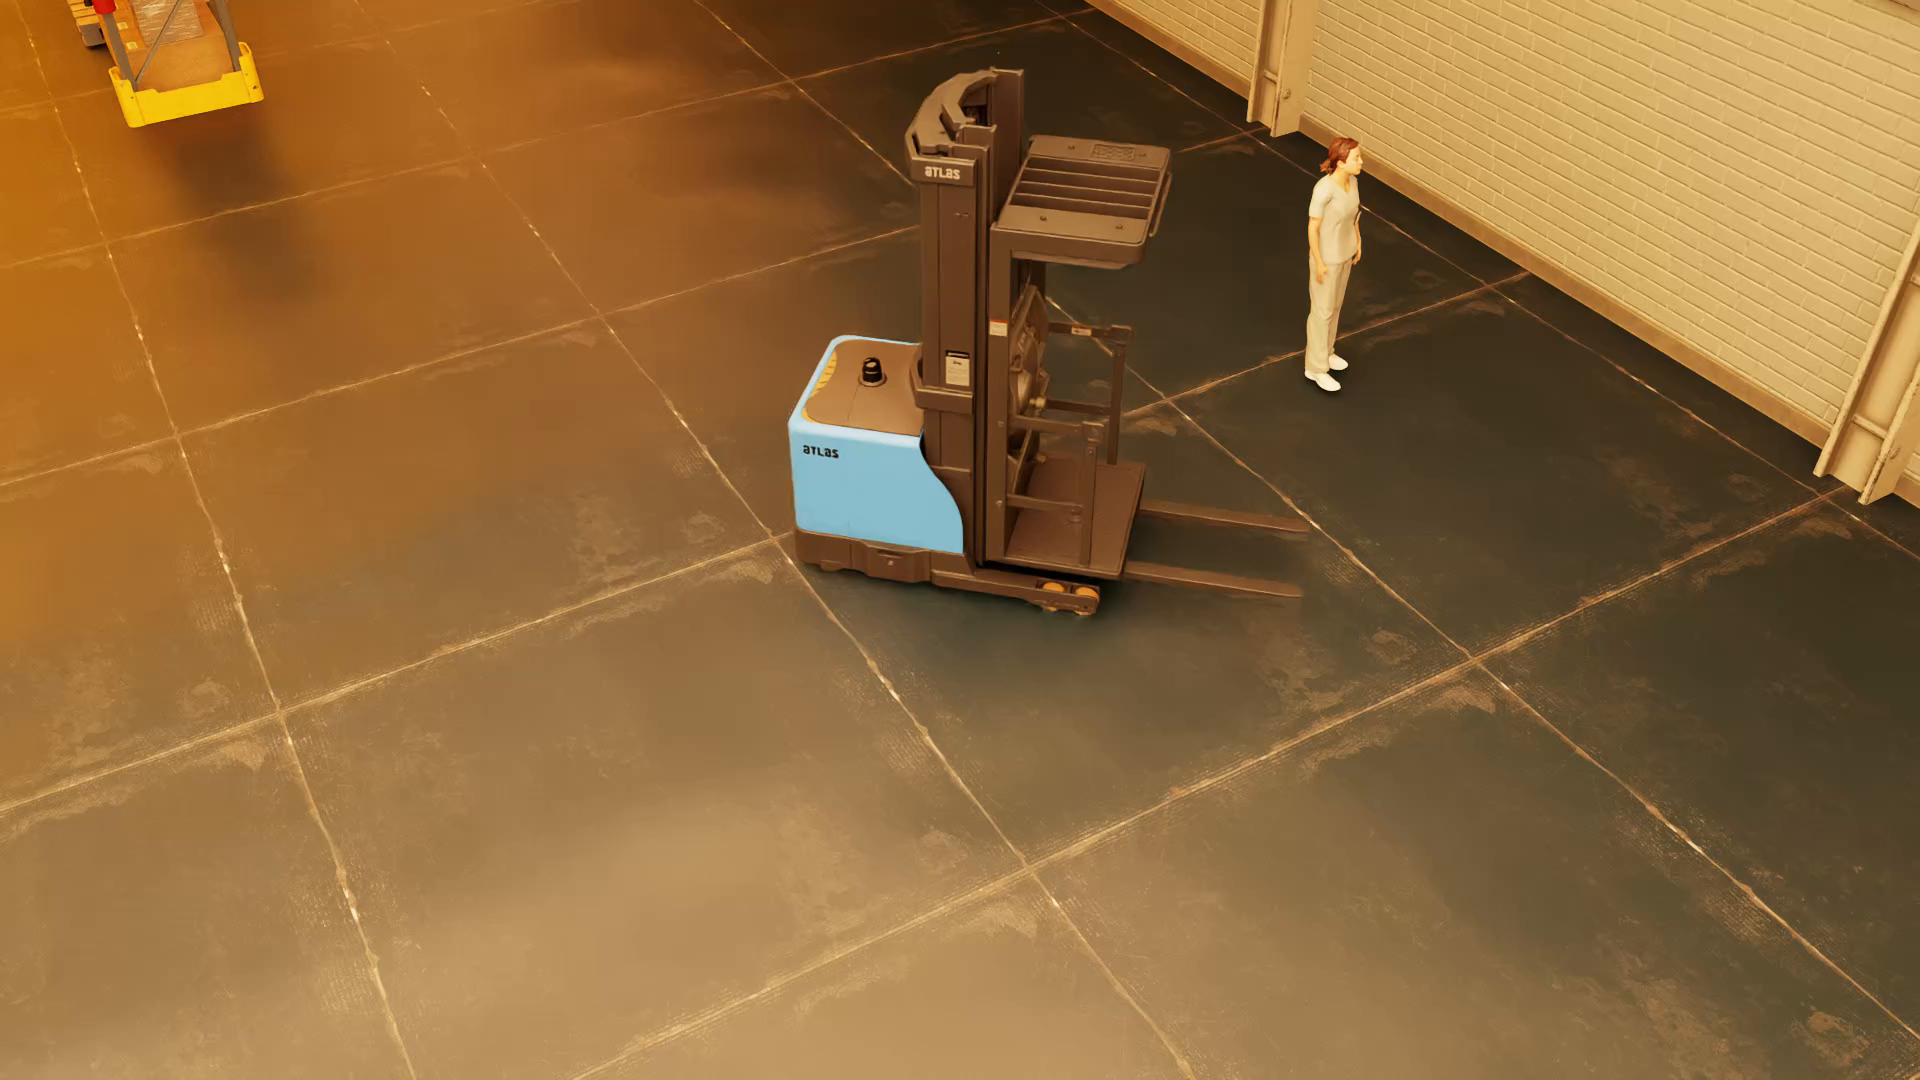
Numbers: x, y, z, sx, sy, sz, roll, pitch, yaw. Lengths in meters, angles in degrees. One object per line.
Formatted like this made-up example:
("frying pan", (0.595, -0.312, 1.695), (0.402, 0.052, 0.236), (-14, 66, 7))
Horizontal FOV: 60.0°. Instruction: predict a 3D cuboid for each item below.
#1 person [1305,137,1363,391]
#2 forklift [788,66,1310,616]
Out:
("person", (2.580, -1.875, 11.228), (0.529, 1.652, 0.546), (31, 48, 31))
("forklift", (0.572, -1.058, 9.312), (3.031, 2.935, 1.130), (8, 40, 10))
